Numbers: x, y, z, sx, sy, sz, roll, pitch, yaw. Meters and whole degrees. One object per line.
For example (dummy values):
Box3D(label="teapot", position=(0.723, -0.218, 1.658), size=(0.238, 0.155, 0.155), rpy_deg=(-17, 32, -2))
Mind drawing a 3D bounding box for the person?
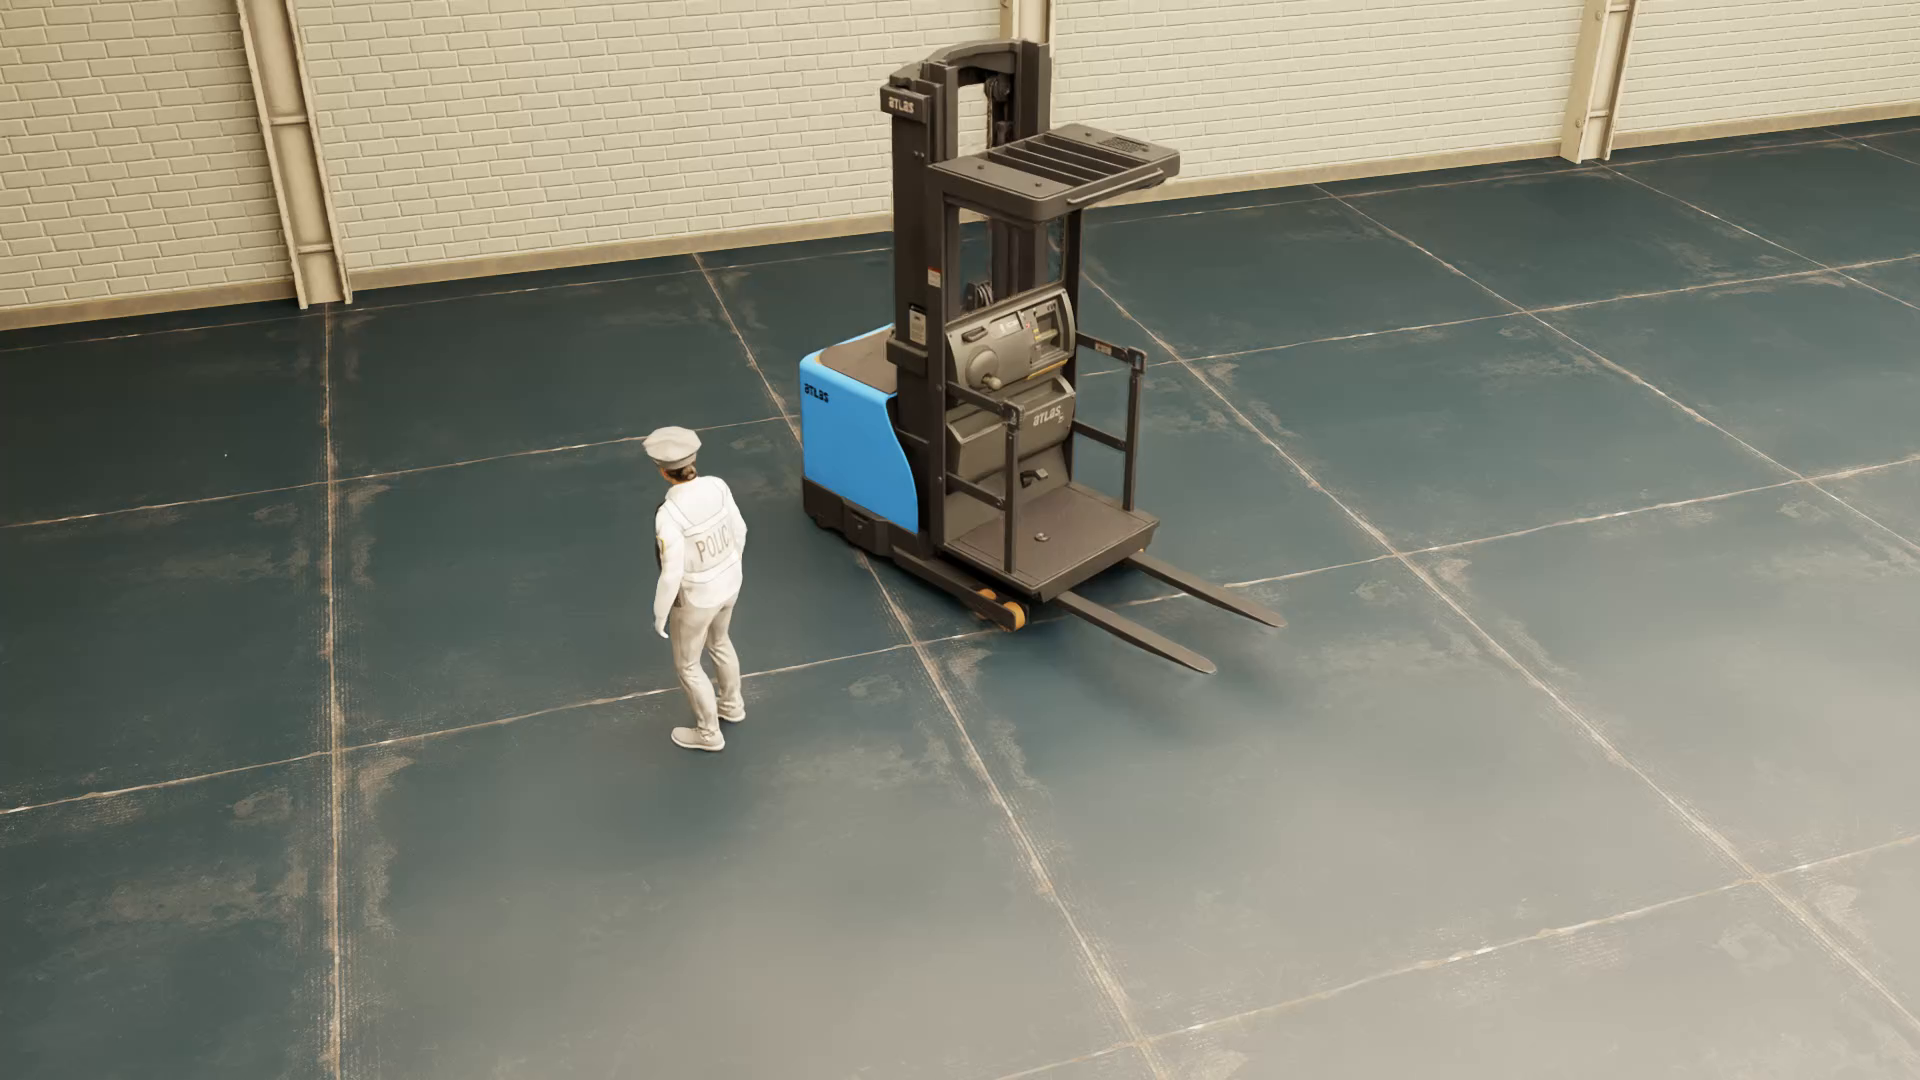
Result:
Box3D(label="person", position=(-1.255, 0.248, 7.934), size=(0.396, 1.659, 0.591), rpy_deg=(17, 34, 27))

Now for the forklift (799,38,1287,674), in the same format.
Box3D(label="forklift", position=(0.433, -1.054, 8.919), size=(1.130, 2.935, 3.031), rpy_deg=(-26, 39, -38))
